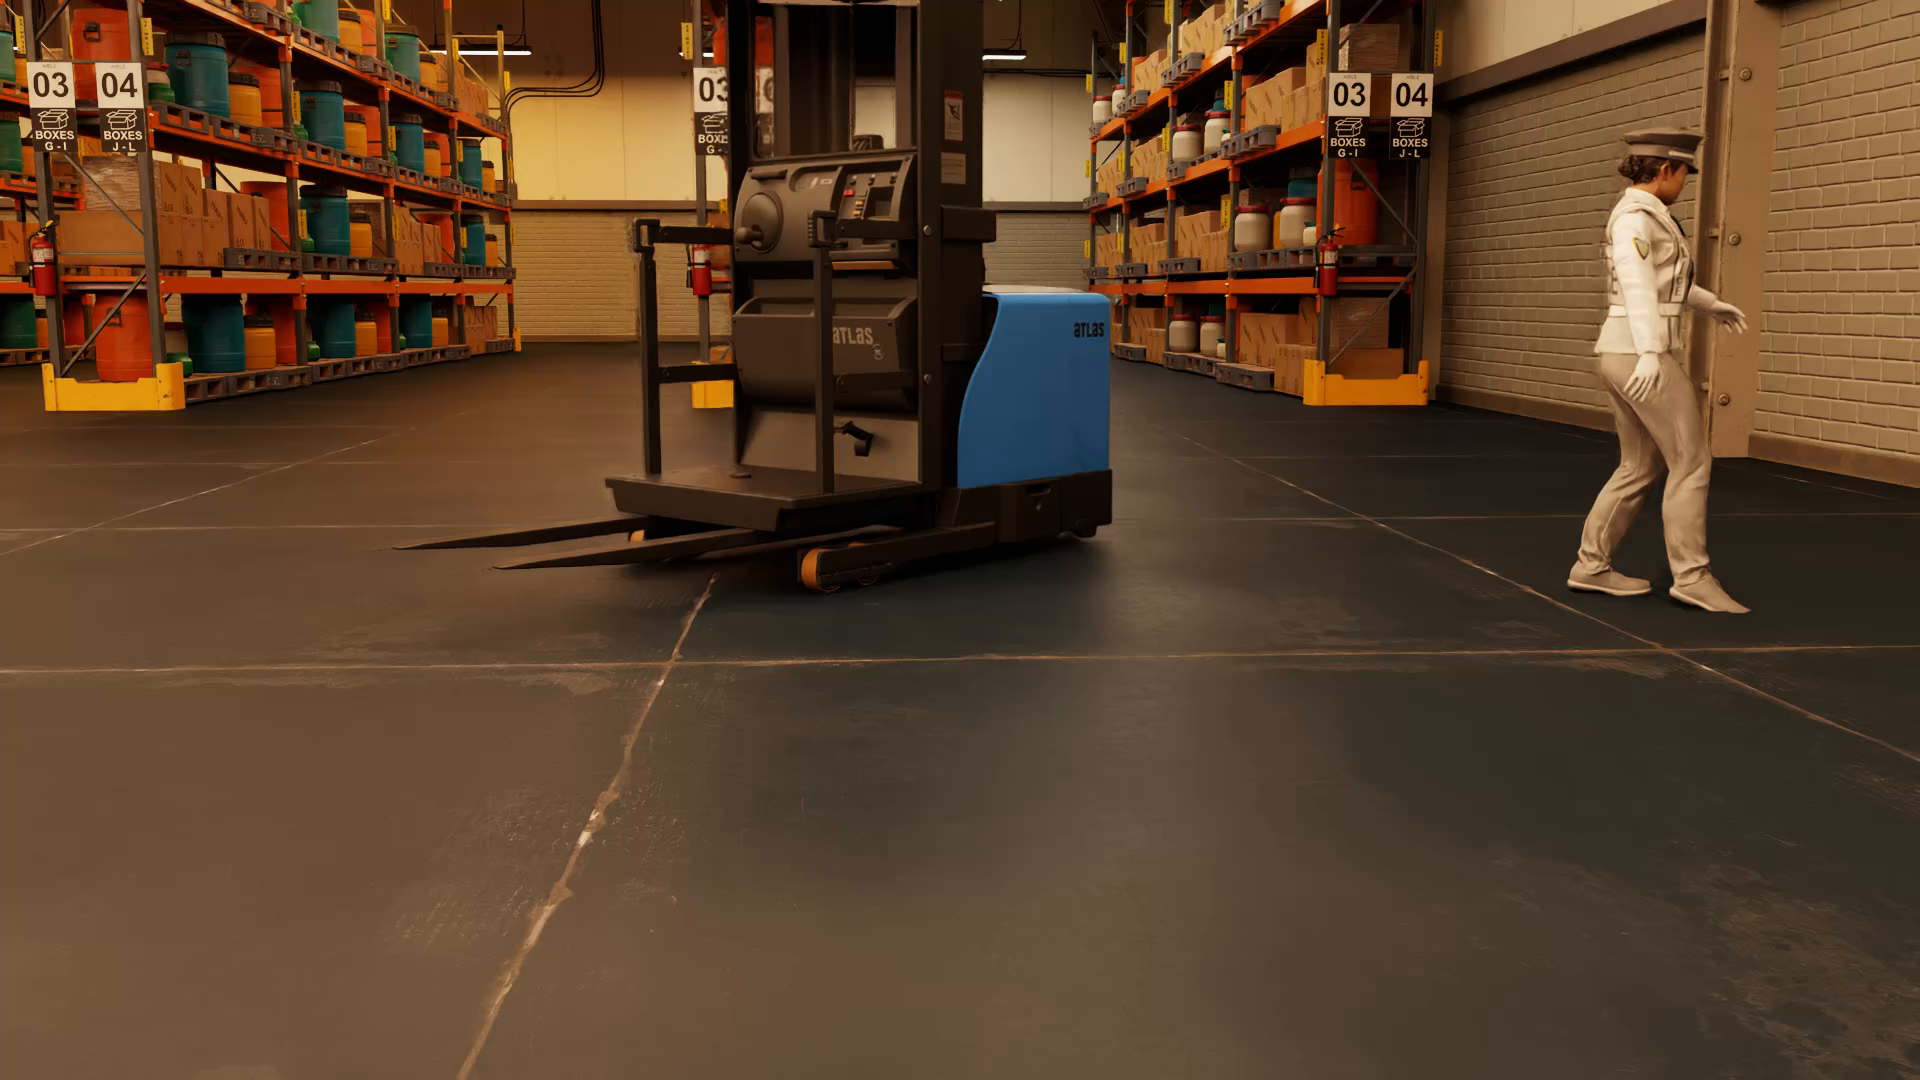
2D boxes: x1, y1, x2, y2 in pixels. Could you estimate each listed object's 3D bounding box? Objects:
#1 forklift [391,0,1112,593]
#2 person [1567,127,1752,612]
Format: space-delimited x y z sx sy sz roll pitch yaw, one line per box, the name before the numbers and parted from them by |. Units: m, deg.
forklift | -0.682 -1.341 6.364 1.130 2.935 3.031 7 11 41
person | 2.471 -0.575 5.772 0.610 1.686 0.915 3 9 21
